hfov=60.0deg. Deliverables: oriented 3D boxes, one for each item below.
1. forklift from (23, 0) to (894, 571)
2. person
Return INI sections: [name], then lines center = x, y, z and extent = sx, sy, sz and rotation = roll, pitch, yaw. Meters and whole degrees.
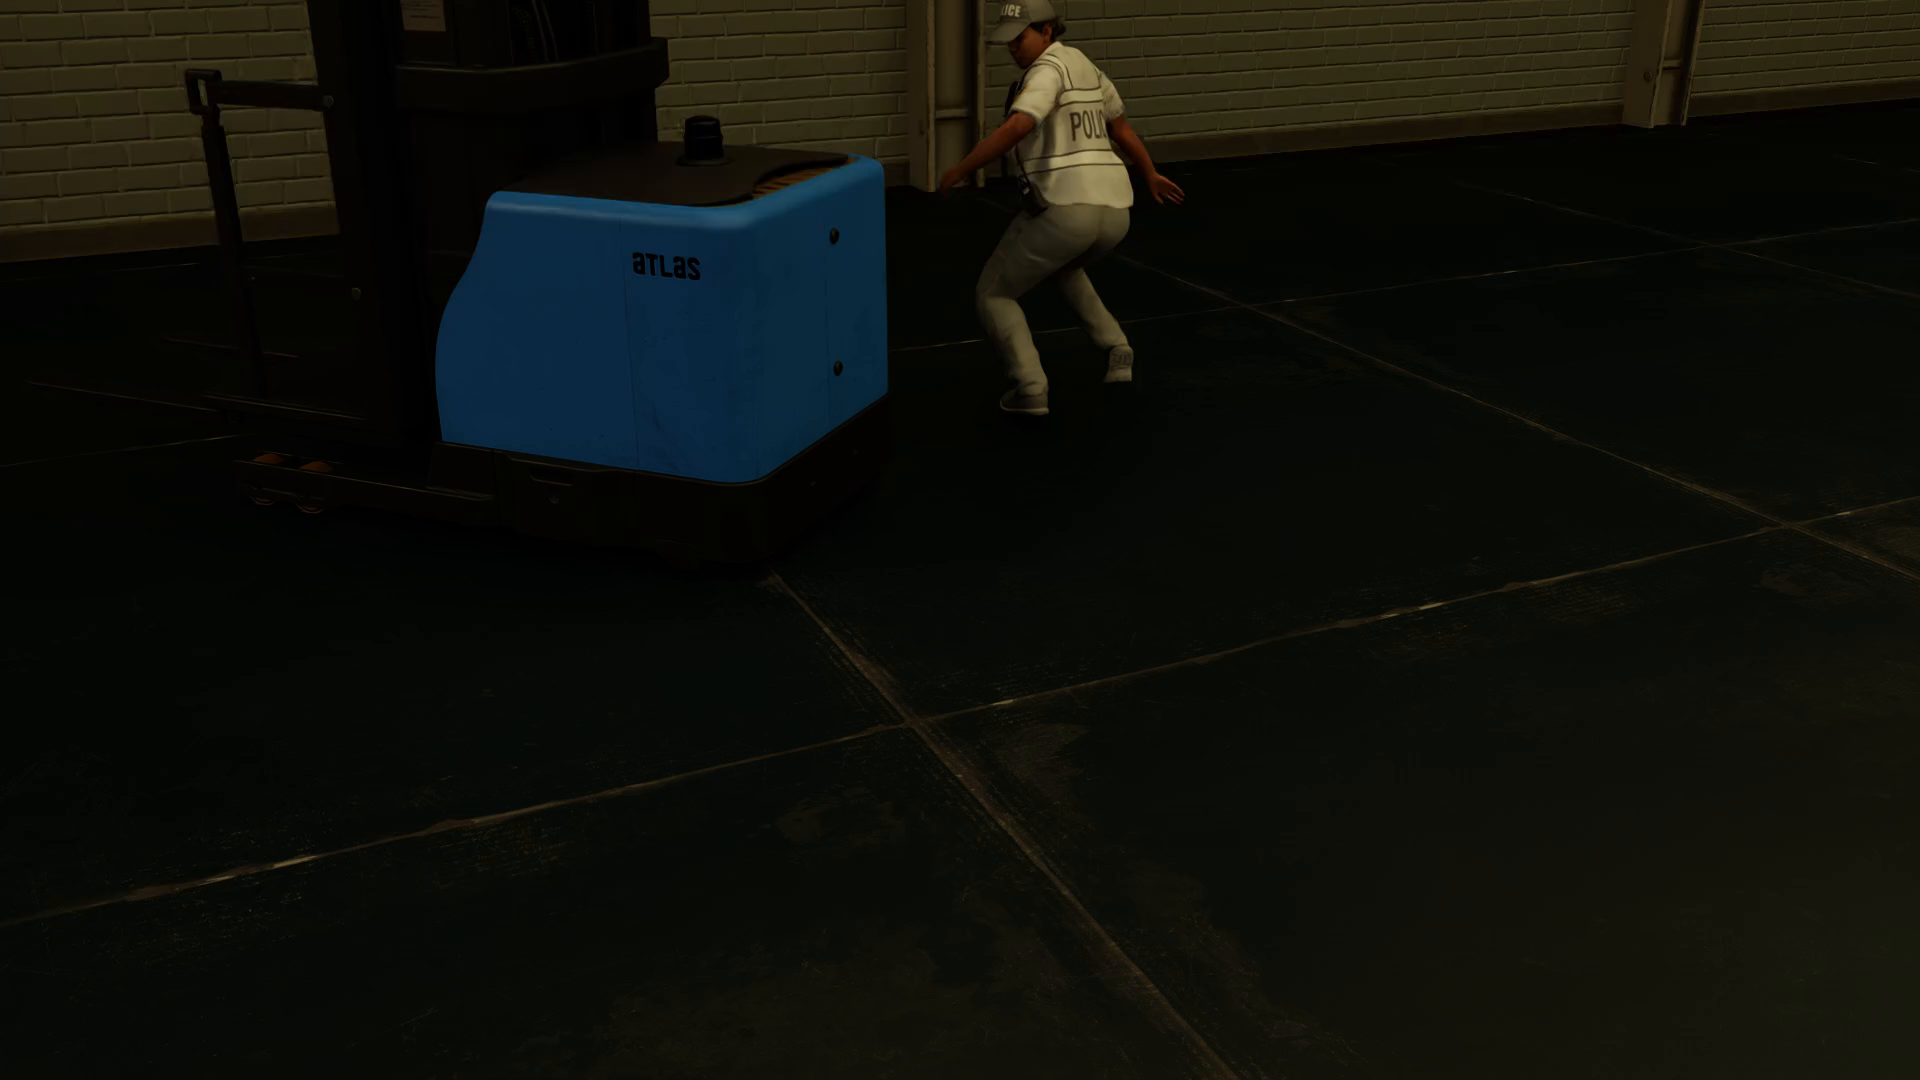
[forklift]
center = -1.789, -1.612, 5.166
extent = 3.031, 2.935, 1.130
rotation = 9, 24, 20
[person]
center = 0.398, -1.206, 6.182
extent = 0.533, 1.580, 0.946
rotation = 17, 28, 35
